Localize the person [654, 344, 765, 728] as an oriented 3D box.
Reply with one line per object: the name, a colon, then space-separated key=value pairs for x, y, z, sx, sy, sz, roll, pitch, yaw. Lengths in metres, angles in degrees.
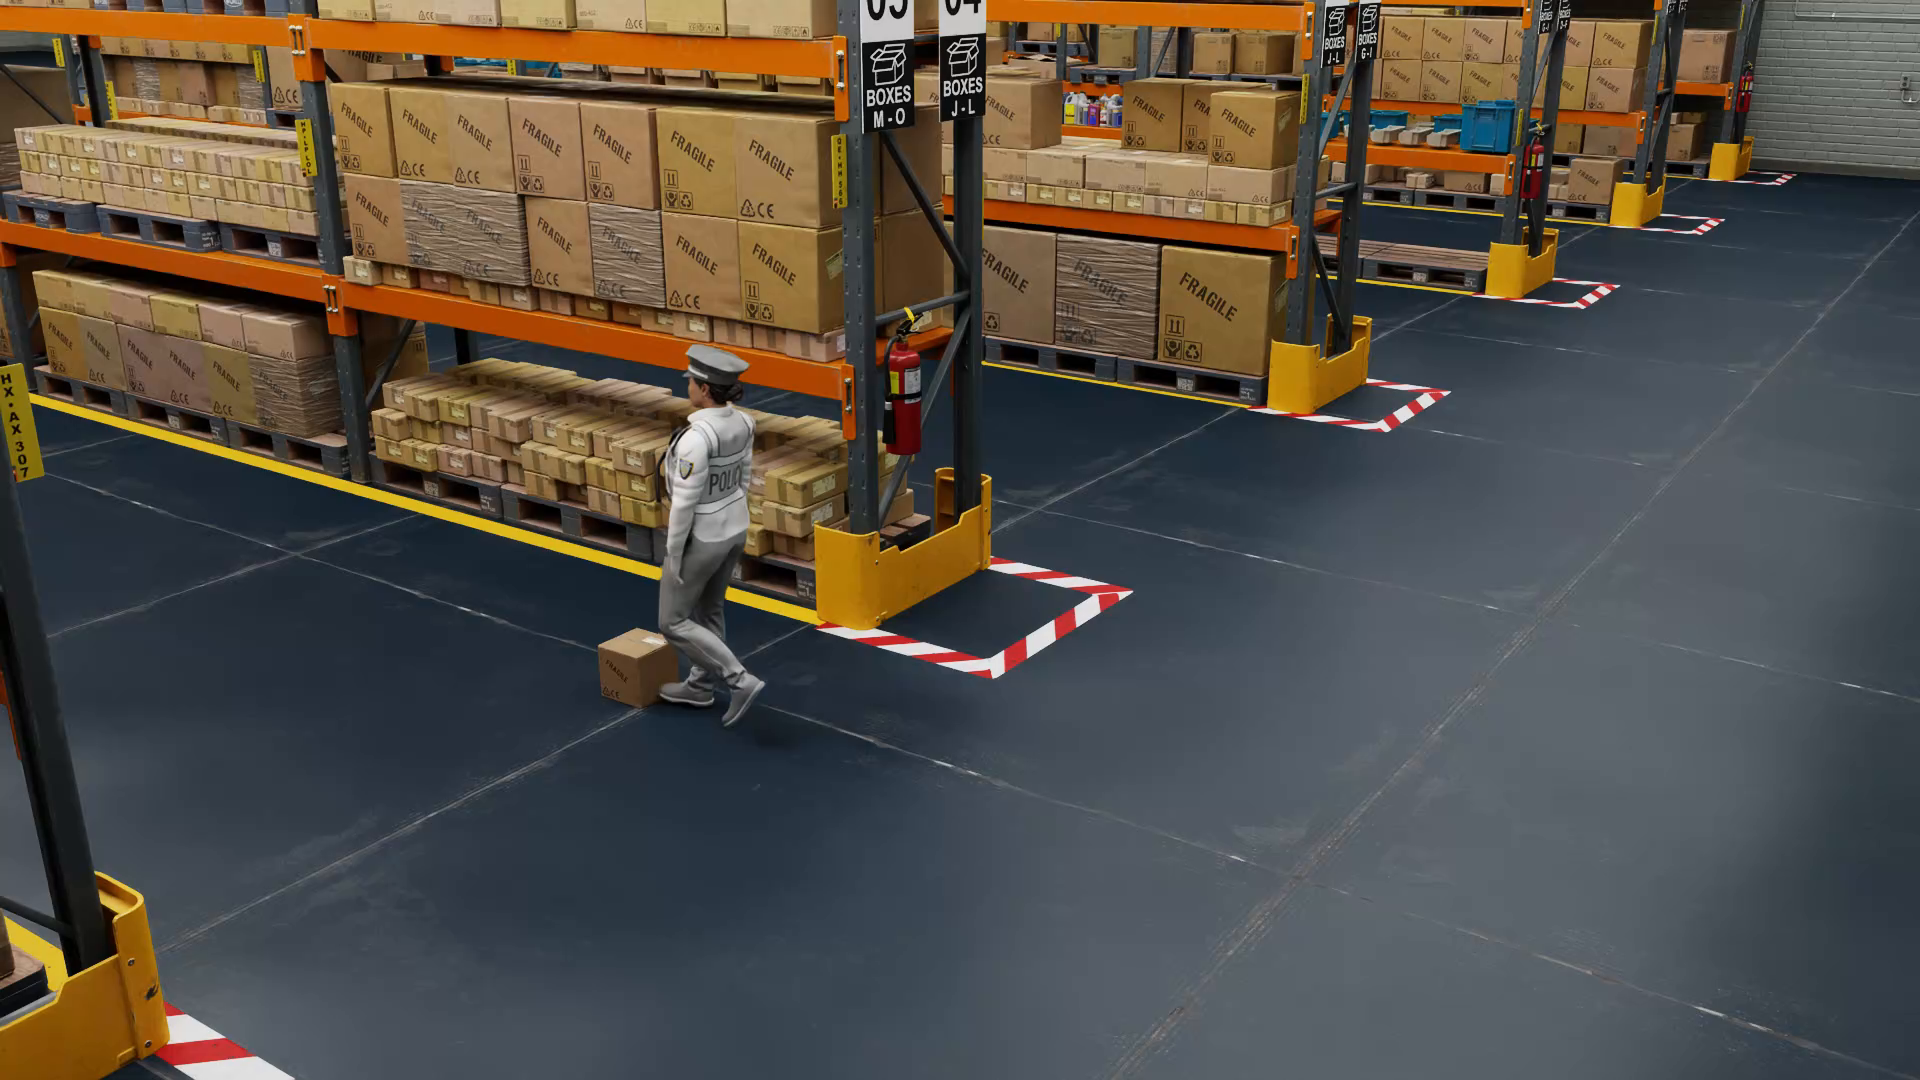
person: x=-1.087 y=-0.009 z=7.044 sx=0.683 sy=1.666 sz=0.503 roll=9 pitch=22 yaw=24
